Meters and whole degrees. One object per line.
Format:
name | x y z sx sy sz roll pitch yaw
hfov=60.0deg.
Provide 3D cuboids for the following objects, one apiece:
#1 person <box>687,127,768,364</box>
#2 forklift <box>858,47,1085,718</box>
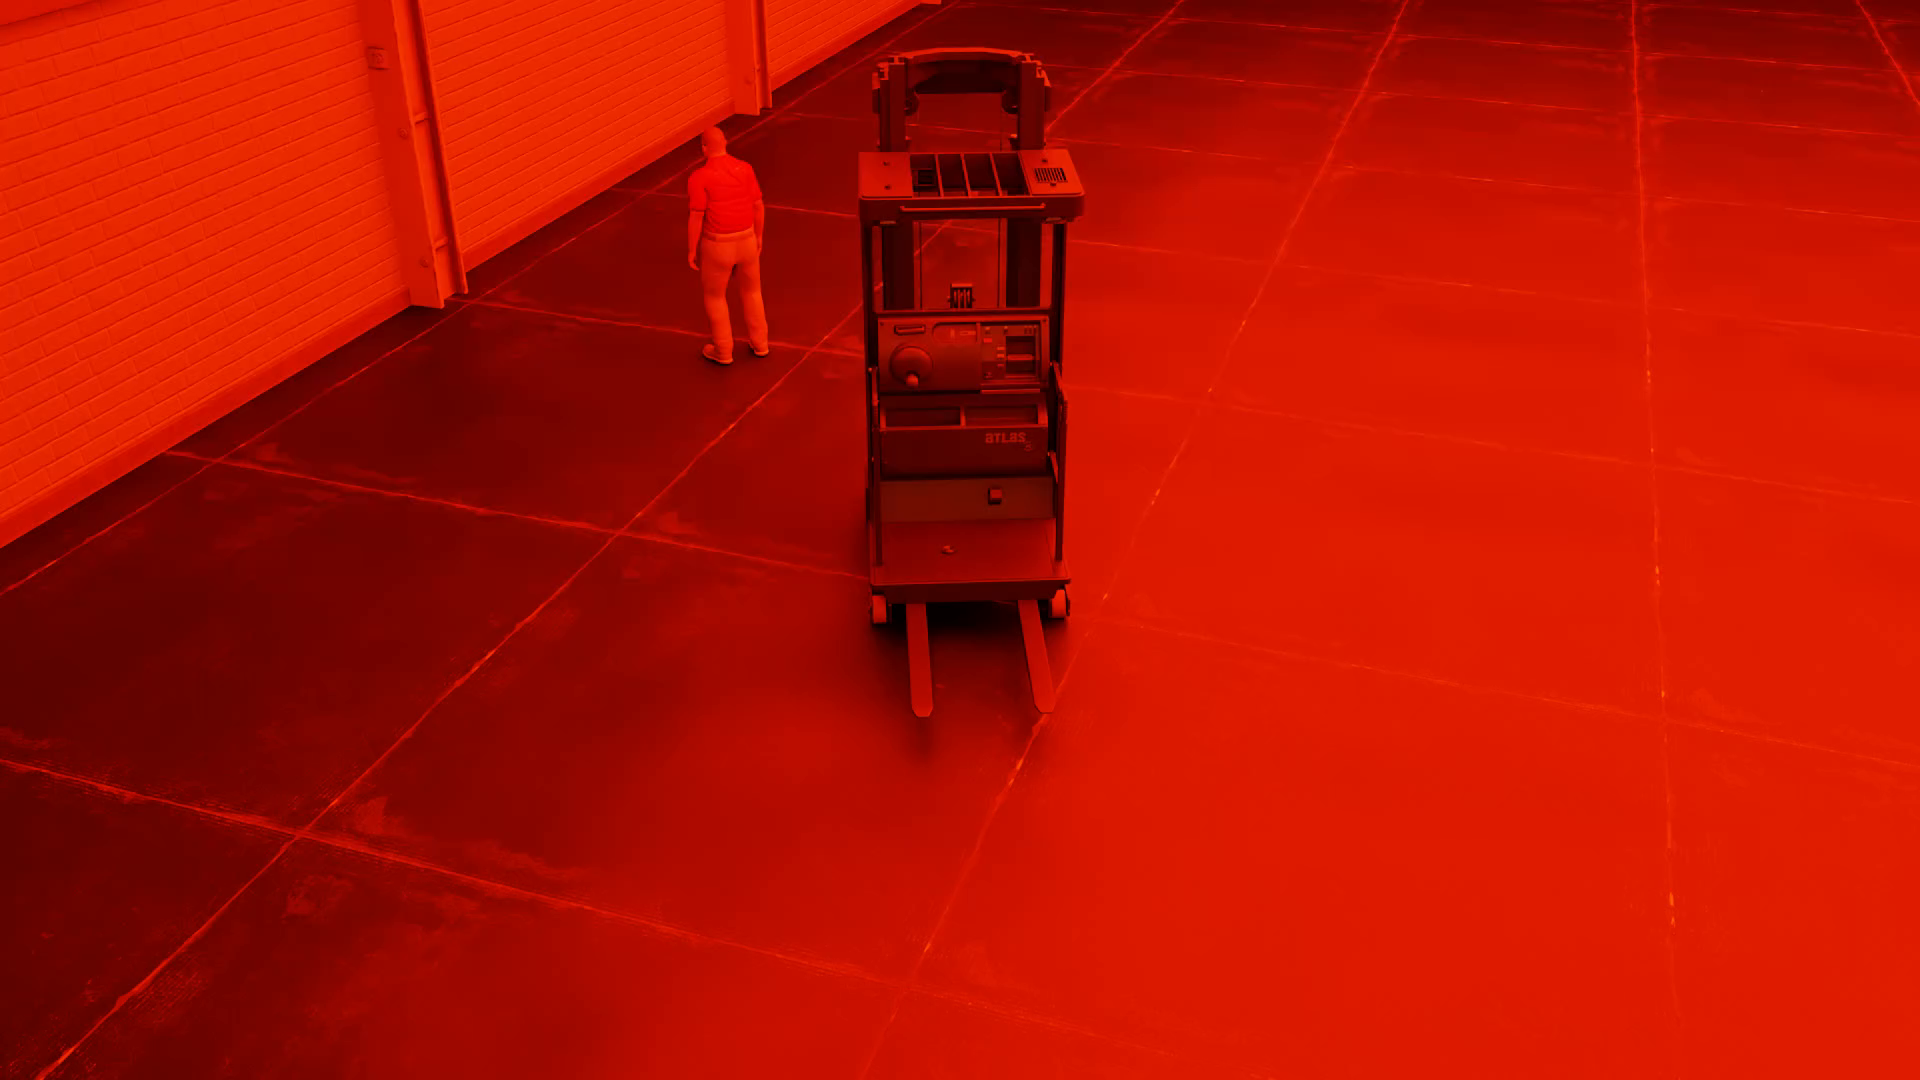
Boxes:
person | -1.693 -2.137 12.098 0.599 1.727 0.388 -17 34 -27
forklift | 0.035 -0.972 8.842 1.130 2.935 3.031 -2 30 -3
